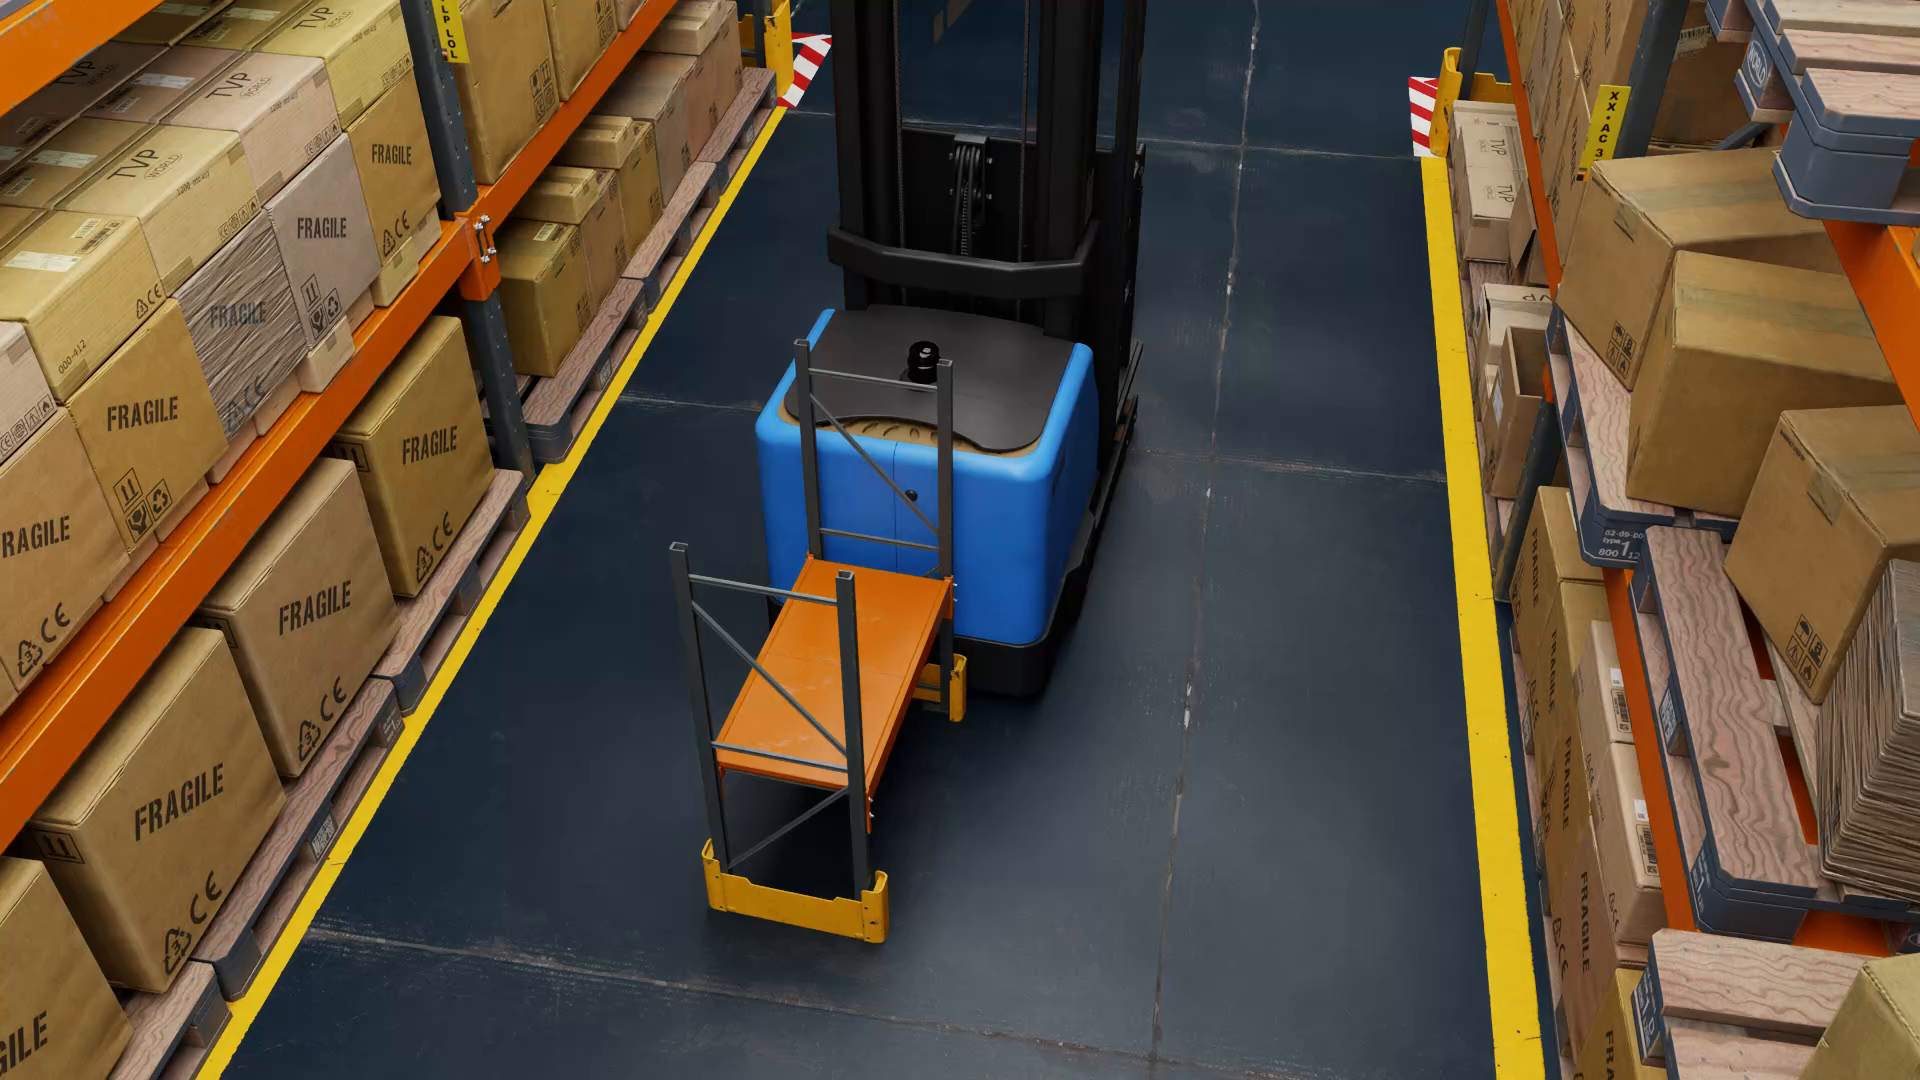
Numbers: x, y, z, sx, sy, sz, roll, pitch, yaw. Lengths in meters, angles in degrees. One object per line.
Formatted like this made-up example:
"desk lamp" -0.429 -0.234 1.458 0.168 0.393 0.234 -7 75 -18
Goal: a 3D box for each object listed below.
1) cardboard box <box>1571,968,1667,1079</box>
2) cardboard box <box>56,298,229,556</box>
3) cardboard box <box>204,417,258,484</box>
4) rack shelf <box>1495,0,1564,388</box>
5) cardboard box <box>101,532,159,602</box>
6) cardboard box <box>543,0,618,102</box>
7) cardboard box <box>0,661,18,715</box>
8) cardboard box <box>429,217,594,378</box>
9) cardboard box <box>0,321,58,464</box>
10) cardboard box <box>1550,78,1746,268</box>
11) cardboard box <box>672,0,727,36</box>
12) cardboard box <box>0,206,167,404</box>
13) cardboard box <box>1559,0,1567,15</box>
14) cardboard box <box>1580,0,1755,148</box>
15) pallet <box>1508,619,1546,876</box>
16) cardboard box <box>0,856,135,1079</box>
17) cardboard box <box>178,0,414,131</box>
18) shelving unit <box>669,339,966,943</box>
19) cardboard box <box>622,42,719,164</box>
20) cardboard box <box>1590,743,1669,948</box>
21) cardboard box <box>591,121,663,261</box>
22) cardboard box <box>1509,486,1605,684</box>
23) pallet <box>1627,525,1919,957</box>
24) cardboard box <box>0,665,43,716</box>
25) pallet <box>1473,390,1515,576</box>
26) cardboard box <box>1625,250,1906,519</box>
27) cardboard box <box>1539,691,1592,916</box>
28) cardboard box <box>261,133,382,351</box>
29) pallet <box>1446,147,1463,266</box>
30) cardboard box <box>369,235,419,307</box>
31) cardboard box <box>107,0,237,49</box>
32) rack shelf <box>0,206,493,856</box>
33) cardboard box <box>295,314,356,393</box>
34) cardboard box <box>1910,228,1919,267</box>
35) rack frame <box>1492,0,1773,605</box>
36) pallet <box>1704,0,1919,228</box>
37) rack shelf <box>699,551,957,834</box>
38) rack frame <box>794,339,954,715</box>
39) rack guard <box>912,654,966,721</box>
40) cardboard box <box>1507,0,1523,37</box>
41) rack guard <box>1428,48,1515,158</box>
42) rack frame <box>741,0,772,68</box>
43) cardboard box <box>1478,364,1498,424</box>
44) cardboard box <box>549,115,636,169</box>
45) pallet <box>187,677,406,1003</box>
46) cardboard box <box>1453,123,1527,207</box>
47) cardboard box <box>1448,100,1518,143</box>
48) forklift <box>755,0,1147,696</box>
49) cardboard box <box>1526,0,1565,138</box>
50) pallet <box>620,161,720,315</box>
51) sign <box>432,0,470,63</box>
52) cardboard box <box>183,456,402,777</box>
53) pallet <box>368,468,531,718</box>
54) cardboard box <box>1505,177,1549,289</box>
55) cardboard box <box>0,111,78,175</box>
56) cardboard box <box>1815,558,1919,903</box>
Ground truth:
"cardboard box" 1.905 1.471 4.233 0.500 0.500 0.500 5 40 6
"cardboard box" -2.390 -0.333 4.471 0.500 0.500 0.500 7 40 9
"cardboard box" -2.346 -0.314 4.957 0.380 0.149 0.250 5 40 6
"rack shelf" 2.923 -1.873 7.226 1.077 0.370 4.000 6 40 8
"cardboard box" -2.455 0.015 4.559 0.380 0.149 0.250 7 40 8
"cardboard box" -2.061 -2.351 7.004 0.980 0.700 0.700 5 40 7
"cardboard box" -2.559 0.306 3.698 0.500 0.500 0.500 8 40 9
"cardboard box" -2.073 -1.096 7.353 0.700 0.500 0.500 7 40 8
"cardboard box" -2.488 -0.287 3.827 0.500 0.250 0.500 7 40 8
"cardboard box" 2.410 -1.276 5.861 0.500 0.500 0.500 7 40 8
"cardboard box" -1.476 -2.847 8.962 0.380 0.149 0.250 6 40 7
"cardboard box" -2.406 -0.608 4.215 0.500 0.250 0.500 6 40 7
"cardboard box" 2.582 -2.303 6.318 0.500 0.500 0.500 7 40 8
"cardboard box" 2.409 -1.665 5.547 0.500 0.500 0.500 7 40 8
"pallet" 2.473 0.694 5.745 1.003 0.211 1.213 6 40 8
"cardboard box" -2.739 1.291 4.192 0.750 0.750 0.750 6 40 7
"cardboard box" -2.132 -1.568 5.376 0.500 0.250 0.500 7 40 9
"shelving unit" -0.391 0.312 5.196 0.587 1.500 1.083 9 40 11
"cardboard box" -1.720 -2.384 8.911 0.700 0.500 0.500 6 40 8
"cardboard box" 1.993 0.829 4.422 0.500 0.250 0.500 6 40 7
"cardboard box" -1.891 -1.732 8.123 0.700 0.500 0.500 7 40 9
"cardboard box" 2.253 0.175 5.800 0.500 0.500 0.500 5 40 6
"pallet" 2.216 0.468 3.980 1.003 0.211 1.213 6 40 8
"cardboard box" -2.570 0.329 4.179 0.380 0.149 0.250 7 40 9
"pallet" 2.696 -0.251 6.889 1.003 0.211 1.213 6 40 8
"cardboard box" 2.218 -0.384 4.453 0.700 0.500 0.500 12 41 15
"cardboard box" 2.078 0.824 5.016 0.500 0.500 0.500 7 40 8
"cardboard box" -2.213 -0.961 5.231 0.500 0.500 0.500 7 40 8
"pallet" 3.119 -1.783 8.741 1.003 0.211 1.213 6 40 8
"cardboard box" -2.103 -0.946 5.721 0.380 0.149 0.250 7 40 8
"cardboard box" -2.639 -1.629 5.450 0.500 0.250 0.500 8 40 9
"rack shelf" -2.649 0.093 4.848 1.077 0.370 4.000 6 40 8
"cardboard box" -2.180 -0.616 5.322 0.380 0.149 0.250 6 40 8
"cardboard box" 2.105 -0.503 2.572 0.910 0.500 0.500 6 40 8
"rack frame" 2.576 -0.895 5.479 1.000 3.000 0.127 6 40 8
"pallet" 2.218 -0.926 3.310 1.213 0.211 1.003 6 40 8
"rack shelf" -0.393 0.456 5.304 0.538 0.185 1.000 9 40 11
"rack frame" -0.268 0.003 5.569 0.500 1.500 0.032 9 40 11
"rack guard" -0.268 0.486 5.966 0.587 0.250 0.087 9 40 11
"cardboard box" 2.758 -2.556 7.409 0.500 0.500 0.500 6 40 8
"rack guard" 3.256 -2.395 9.254 1.175 0.500 0.348 6 40 8
"rack frame" -1.611 -3.949 9.173 1.000 3.000 0.127 6 40 8
"cardboard box" 2.401 -0.597 7.010 0.380 0.149 0.250 6 40 8
"cardboard box" -1.744 -1.868 7.778 0.380 0.149 0.250 5 40 6
"pallet" -2.571 0.896 5.501 1.003 0.211 1.213 6 40 8
"cardboard box" 2.809 -1.892 8.497 0.500 0.250 0.500 6 40 8
"cardboard box" 2.858 -2.252 9.011 0.380 0.149 0.250 6 40 8
"forklift" 0.157 -1.518 6.286 1.130 2.935 3.031 9 40 11
"cardboard box" 2.585 -1.922 6.642 0.500 0.500 0.500 7 40 9
"pallet" -1.886 -1.601 8.521 1.003 0.211 1.213 6 40 8
"sign" -1.767 -1.801 5.728 0.100 0.325 0.005 6 40 8
"cardboard box" -2.438 0.208 5.502 0.750 0.750 0.750 8 40 9
"pallet" -2.362 0.128 6.429 1.003 0.211 1.213 6 40 8
"cardboard box" 2.897 -1.282 7.561 0.797 0.503 0.637 6 40 8
"cardboard box" -2.805 -0.985 4.671 0.500 0.250 0.500 5 40 6
"cardboard box" 2.229 0.454 3.439 0.700 0.500 0.500 14 42 16
